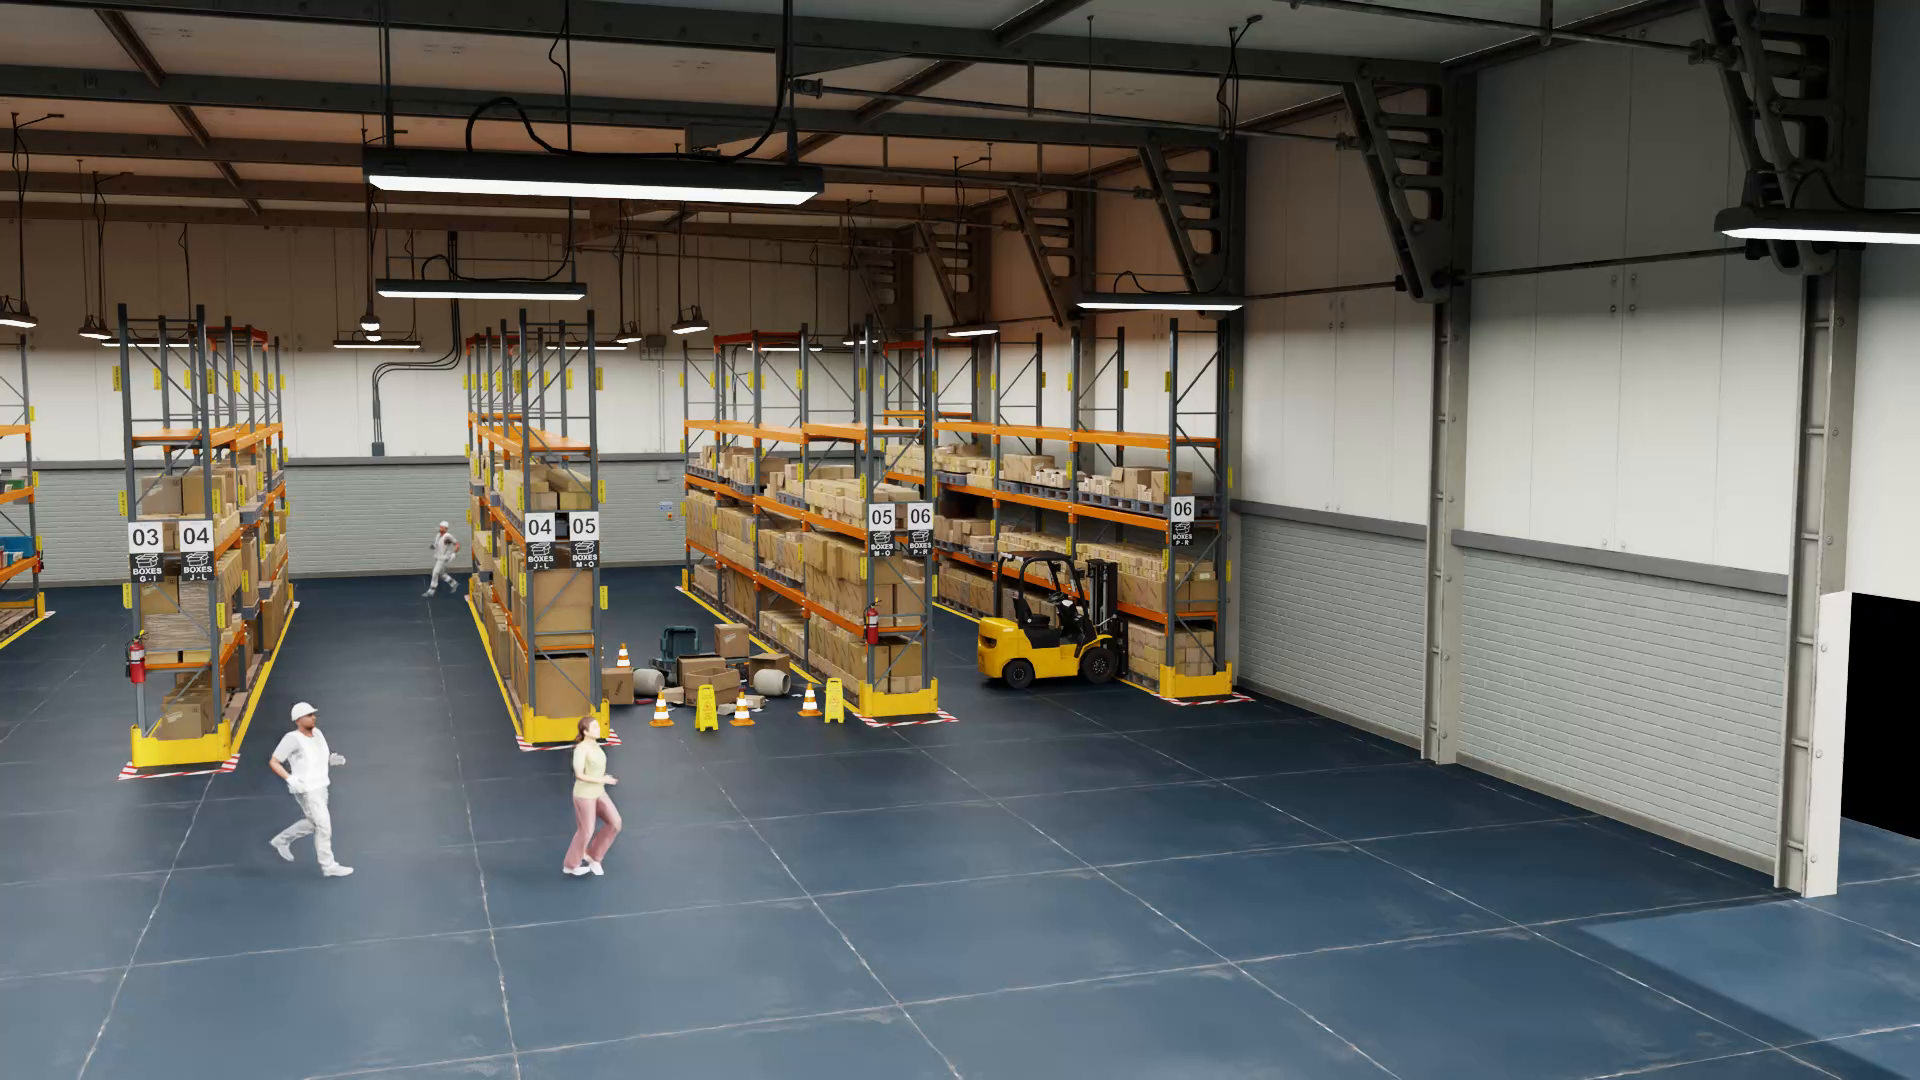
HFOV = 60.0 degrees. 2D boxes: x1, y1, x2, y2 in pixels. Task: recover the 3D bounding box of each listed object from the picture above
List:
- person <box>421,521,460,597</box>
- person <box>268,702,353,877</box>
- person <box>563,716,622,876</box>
[{"bbox_3d":[-12.065,0.440,38.639,1.000,1.749,0.701,-5,8,-44],"label":"person"},{"bbox_3d":[-6.615,2.521,16.864,0.941,1.763,0.696,1,5,8],"label":"person"},{"bbox_3d":[-3.706,2.595,16.766,0.647,1.678,0.605,1,6,15],"label":"person"}]
